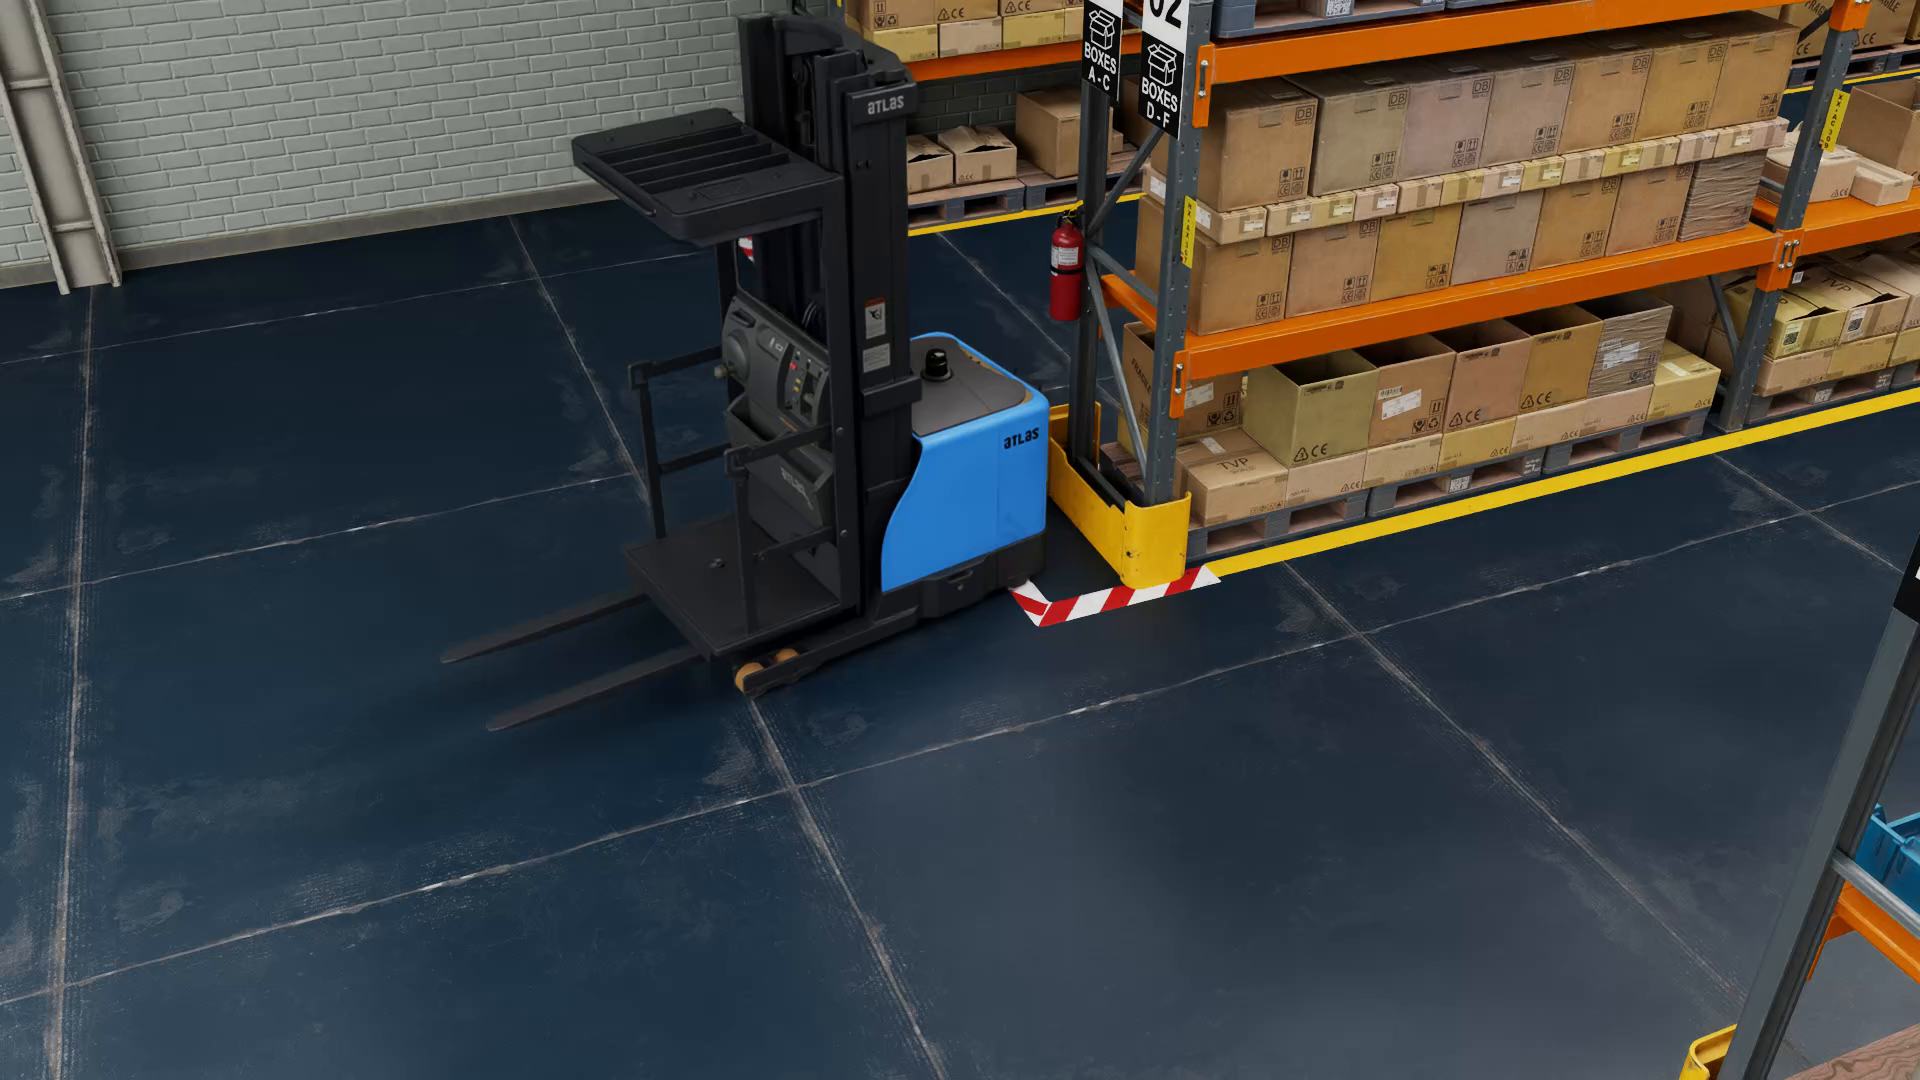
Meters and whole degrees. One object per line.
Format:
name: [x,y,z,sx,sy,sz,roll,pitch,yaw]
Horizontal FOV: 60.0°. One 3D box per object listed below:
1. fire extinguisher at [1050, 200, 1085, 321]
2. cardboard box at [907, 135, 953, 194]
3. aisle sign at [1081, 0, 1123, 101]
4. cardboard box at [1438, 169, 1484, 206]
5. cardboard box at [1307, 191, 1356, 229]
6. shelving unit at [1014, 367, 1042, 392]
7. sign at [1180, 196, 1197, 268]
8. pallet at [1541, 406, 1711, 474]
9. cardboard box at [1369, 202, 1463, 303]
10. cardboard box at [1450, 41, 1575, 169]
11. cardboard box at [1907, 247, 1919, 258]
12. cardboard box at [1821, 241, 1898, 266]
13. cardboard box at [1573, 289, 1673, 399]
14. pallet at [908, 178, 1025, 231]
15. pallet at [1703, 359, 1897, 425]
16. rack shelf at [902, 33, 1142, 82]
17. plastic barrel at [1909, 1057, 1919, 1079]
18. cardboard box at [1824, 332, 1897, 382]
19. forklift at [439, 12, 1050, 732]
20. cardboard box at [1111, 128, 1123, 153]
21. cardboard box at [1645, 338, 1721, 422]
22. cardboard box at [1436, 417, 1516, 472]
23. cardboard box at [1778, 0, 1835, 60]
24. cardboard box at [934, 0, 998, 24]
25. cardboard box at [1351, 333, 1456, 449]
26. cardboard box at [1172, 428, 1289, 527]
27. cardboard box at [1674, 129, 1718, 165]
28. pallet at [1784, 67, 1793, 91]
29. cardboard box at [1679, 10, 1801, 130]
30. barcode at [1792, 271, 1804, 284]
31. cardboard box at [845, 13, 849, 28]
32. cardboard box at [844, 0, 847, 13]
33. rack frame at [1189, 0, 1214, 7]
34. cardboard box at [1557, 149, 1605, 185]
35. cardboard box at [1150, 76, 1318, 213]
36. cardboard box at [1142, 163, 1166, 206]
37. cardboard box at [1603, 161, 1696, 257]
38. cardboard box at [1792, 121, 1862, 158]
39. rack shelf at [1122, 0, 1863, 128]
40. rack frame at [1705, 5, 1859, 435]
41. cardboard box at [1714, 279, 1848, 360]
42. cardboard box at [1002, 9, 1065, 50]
fire extinguisher: [0.568,-1.496,8.788,0.183,0.674,0.296,-13,35,-19]
cardboard box: [-0.392,-2.969,13.042,0.500,0.311,0.500,-17,37,-24]
aisle sign: [0.682,-2.544,7.943,0.004,0.787,0.394,-13,35,-19]
cardboard box: [2.488,-1.882,8.623,0.250,0.149,0.380,-13,35,-20]
cardboard box: [1.775,-1.718,8.371,0.250,0.149,0.380,-13,35,-19]
shelving unit: [0.276,-0.466,9.059,0.210,0.900,0.258,-20,38,-28]
sign: [1.066,-1.436,7.758,0.005,0.325,0.100,-13,35,-19]
pallet: [3.795,-0.849,10.279,1.213,0.211,1.003,-13,35,-19]
cardboard box: [2.234,-1.669,8.892,0.500,0.500,0.700,-13,35,-19]
cardboard box: [2.750,-2.336,8.726,0.500,0.500,0.700,-13,35,-19]
cardboard box: [6.439,-1.711,10.668,0.500,0.311,0.500,-12,35,-18]
cardboard box: [5.745,-1.870,10.914,0.500,0.311,0.500,-13,35,-19]
cardboard box: [3.736,-1.195,9.703,0.500,0.500,0.500,-13,35,-19]
pallet: [-0.232,-2.811,13.295,1.213,0.211,1.003,-13,35,-19]
pallet: [5.209,-1.171,10.774,1.213,0.211,1.003,-13,35,-19]
rack shelf: [0.779,-3.931,13.119,4.000,0.370,1.077,-13,35,-19]
plastic barrel: [3.348,1.861,5.454,0.421,0.512,0.421,0,33,0]
cardboard box: [5.484,-1.256,10.484,0.500,0.250,0.500,-12,35,-18]
forklift: [-1.042,-0.800,7.711,3.031,2.935,1.130,-20,38,-28]
cardboard box: [1.141,-3.317,13.726,0.250,0.149,0.380,-16,36,-23]
cardboard box: [4.202,-0.980,10.061,0.500,0.250,0.500,-13,35,-19]
cardboard box: [2.821,-0.661,9.570,0.500,0.250,0.500,-13,35,-19]
cardboard box: [7.851,-5.045,15.758,0.750,0.750,0.750,-13,35,-19]
cardboard box: [-0.049,-4.119,12.180,0.500,0.500,0.500,-13,35,-19]
cardboard box: [2.353,-0.878,9.216,0.500,0.500,0.500,-13,35,-19]
cardboard box: [1.437,-0.345,9.084,0.500,0.250,0.500,-13,35,-19]
cardboard box: [3.907,-2.206,9.121,0.250,0.149,0.380,-14,36,-20]
pallet: [7.068,-4.459,15.828,1.213,0.211,1.003,-13,35,-19]
cardboard box: [4.138,-2.654,9.215,0.500,0.500,0.700,-13,35,-19]
barcode: [4.941,-1.548,9.806,0.075,0.075,0.001,-13,35,-19]
cardboard box: [-0.709,-3.952,12.611,0.500,0.250,0.500,-12,35,-18]
cardboard box: [-0.712,-4.277,12.422,0.500,0.500,0.500,-13,35,-19]
rack frame: [0.856,-3.835,6.811,0.127,3.000,1.000,-13,35,-19]
cardboard box: [3.205,-2.046,8.876,0.250,0.149,0.380,-12,35,-18]
cardboard box: [1.341,-2.009,8.224,0.500,0.500,0.700,-13,35,-19]
cardboard box: [1.135,-1.811,8.514,0.250,0.149,0.380,-13,35,-20]
cardboard box: [3.654,-1.995,9.392,0.500,0.500,0.700,-13,35,-19]
cardboard box: [5.284,-2.386,10.208,0.258,0.266,0.396,-14,35,-20]
rack shelf: [2.700,-2.698,8.474,4.000,0.370,1.077,-13,35,-19]
rack frame: [4.545,-2.165,9.745,0.127,3.000,1.000,-13,35,-19]
cardboard box: [5.022,-1.385,10.169,0.500,0.311,0.500,-13,35,-19]
cardboard box: [0.453,-3.921,12.562,0.500,0.250,0.500,-13,35,-20]
